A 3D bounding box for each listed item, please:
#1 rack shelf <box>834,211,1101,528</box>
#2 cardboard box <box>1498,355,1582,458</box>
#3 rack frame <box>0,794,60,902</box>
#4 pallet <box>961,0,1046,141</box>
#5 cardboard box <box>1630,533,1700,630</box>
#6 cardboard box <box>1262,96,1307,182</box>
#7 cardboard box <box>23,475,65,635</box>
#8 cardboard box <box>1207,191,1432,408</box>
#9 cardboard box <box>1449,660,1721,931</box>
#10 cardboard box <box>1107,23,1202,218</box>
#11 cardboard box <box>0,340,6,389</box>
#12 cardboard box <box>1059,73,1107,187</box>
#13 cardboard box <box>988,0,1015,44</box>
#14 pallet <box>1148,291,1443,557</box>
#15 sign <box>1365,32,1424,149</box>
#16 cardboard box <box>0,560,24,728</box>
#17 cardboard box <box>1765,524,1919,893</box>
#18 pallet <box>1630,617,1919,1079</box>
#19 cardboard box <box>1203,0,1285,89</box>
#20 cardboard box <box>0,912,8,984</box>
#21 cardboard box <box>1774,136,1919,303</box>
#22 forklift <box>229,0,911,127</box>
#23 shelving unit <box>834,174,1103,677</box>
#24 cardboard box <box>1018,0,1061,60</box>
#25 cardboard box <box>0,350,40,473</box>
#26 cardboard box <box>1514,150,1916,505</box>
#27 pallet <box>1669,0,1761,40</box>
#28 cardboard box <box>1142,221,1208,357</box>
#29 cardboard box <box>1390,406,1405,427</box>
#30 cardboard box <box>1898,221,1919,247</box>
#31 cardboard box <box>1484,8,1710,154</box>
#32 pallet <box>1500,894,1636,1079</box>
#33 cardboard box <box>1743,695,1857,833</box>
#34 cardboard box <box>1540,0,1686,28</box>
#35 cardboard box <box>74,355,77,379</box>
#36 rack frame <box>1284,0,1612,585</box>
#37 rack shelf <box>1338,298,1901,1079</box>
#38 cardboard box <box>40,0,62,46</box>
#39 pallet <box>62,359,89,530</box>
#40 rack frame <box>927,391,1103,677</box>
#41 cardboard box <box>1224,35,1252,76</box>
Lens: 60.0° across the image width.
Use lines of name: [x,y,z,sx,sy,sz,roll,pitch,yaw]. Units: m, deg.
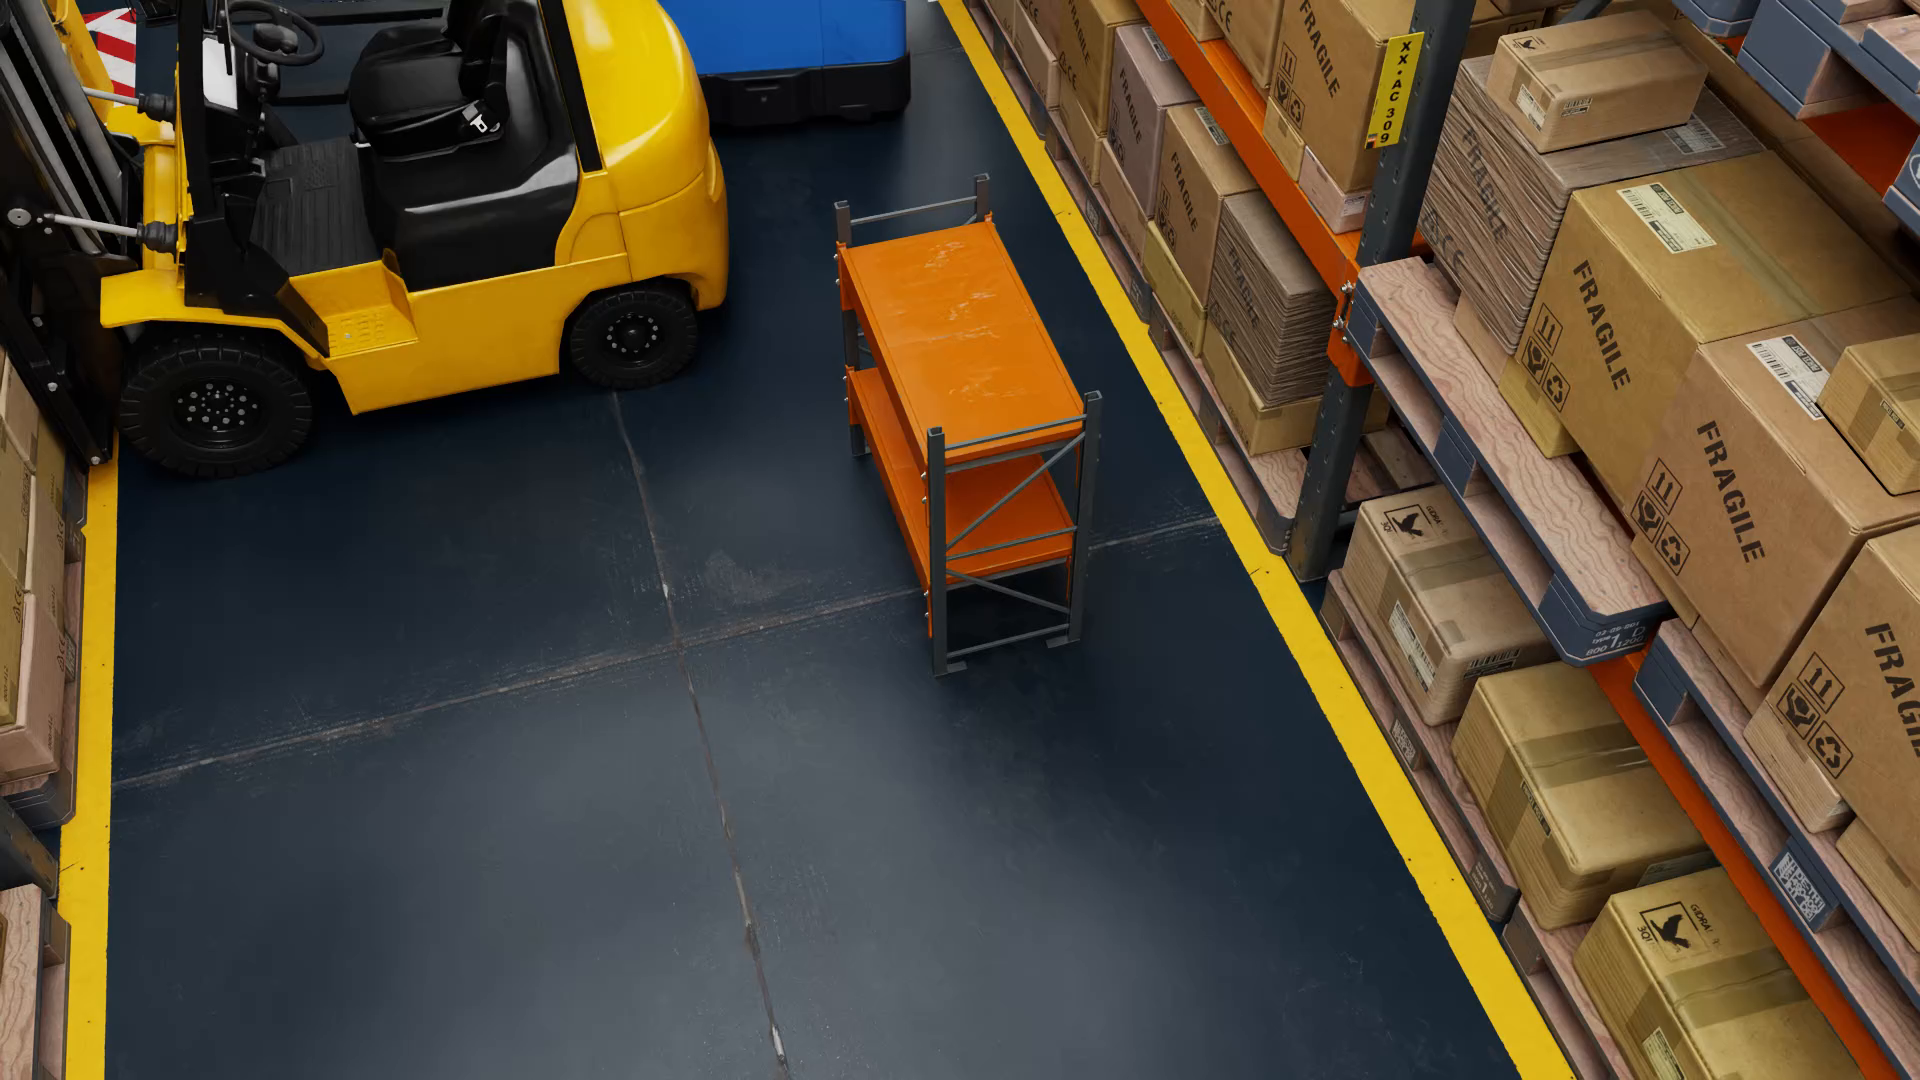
rack shelf: [0.002,-0.546,5.092,0.538,0.278,1.000,-13,51,-11]
cardboard box: [1.534,-0.367,3.987,0.380,0.149,0.250,-12,51,-10]
rack frame: [-3.134,0.153,3.659,1.000,3.000,0.127,-13,51,-11]
pallet: [0.653,-2.338,7.583,1.003,0.211,1.213,-13,51,-11]
cardboard box: [1.727,0.020,3.661,0.380,0.149,0.250,-13,51,-10]
cardboard box: [1.140,-1.238,4.996,0.380,0.149,0.250,-12,51,-10]
cardboard box: [-3.126,0.108,5.221,0.500,0.250,0.500,-14,51,-12]
cardboard box: [1.175,-0.834,5.525,0.500,0.500,0.500,-14,51,-11]
cardboard box: [1.980,0.646,4.687,0.950,0.372,0.625,-10,51,-9]
cardboard box: [0.871,-1.578,6.152,0.500,0.500,0.500,-11,51,-9]
cardboard box: [-3.277,-0.579,5.146,0.500,0.250,0.500,-12,51,-10]
cardboard box: [0.715,-1.721,6.763,0.500,0.250,0.500,-10,51,-9]
cardboard box: [0.398,-2.491,7.412,0.500,0.250,0.500,-14,51,-11]
pallet: [1.374,-0.556,6.081,1.003,0.211,1.213,-13,51,-11]
sign: [1.090,-1.123,4.169,0.100,0.325,0.005,-13,51,-11]
cardboard box: [-2.982,0.319,4.716,0.500,0.250,0.500,-14,51,-11]
cardboard box: [1.915,0.274,3.022,0.500,0.500,0.500,-15,52,-12]
pallet: [2.165,0.575,3.429,1.003,0.211,1.213,-13,51,-11]
cardboard box: [1.079,-1.743,4.998,0.500,0.500,0.500,-12,51,-10]
cardboard box: [-2.969,1.161,4.088,0.875,0.625,0.625,-11,51,-9]
cardboard box: [2.110,-0.588,3.749,0.500,0.500,0.500,-13,51,-11]
forklift: [-1.770,-3.035,6.392,3.031,2.935,1.130,-5,50,-4]
shelving unit: [0.002,-0.358,5.316,0.538,1.125,1.048,-13,51,-11]
cardboard box: [0.564,-2.335,6.790,0.500,0.500,0.500,-15,52,-12]
cardboard box: [-3.271,-0.418,5.337,0.500,0.250,0.500,-14,51,-11]
cardboard box: [1.620,-0.463,3.644,0.500,0.500,0.500,-13,51,-11]
pallet: [1.687,-1.404,3.132,1.213,0.211,1.003,-13,51,-11]
cardboard box: [1.008,-0.979,6.137,0.500,0.250,0.500,-15,51,-12]
cardboard box: [1.690,-0.713,5.913,0.500,0.250,0.500,-15,52,-13]
cardboard box: [2.175,-0.658,3.384,0.380,0.149,0.250,-15,51,-12]
cardboard box: [1.408,-1.021,3.690,0.380,0.149,0.250,-14,51,-11]
pallet: [2.203,1.387,4.442,1.003,0.211,1.213,-13,51,-11]
cardboard box: [1.827,0.407,3.335,0.380,0.149,0.250,-12,51,-10]
cardboard box: [1.743,-1.485,4.780,0.500,0.500,0.500,-13,51,-11]
cardboard box: [-3.424,-0.639,5.851,0.500,0.250,0.500,-12,51,-10]
rack frame: [1.607,-0.972,4.608,1.000,3.000,0.127,-13,51,-11]
rack shelf: [2.198,0.720,3.651,1.077,0.370,4.000,-13,51,-11]
cardboard box: [-3.874,-1.894,6.582,0.500,0.250,0.500,-14,51,-11]
pallet: [-3.694,-0.431,5.976,1.003,0.211,1.213,-13,51,-11]
rack frame: [0.152,0.014,5.003,0.500,1.125,0.032,-13,51,-11]
cardboard box: [1.077,-1.631,5.327,0.380,0.149,0.250,-14,51,-11]
